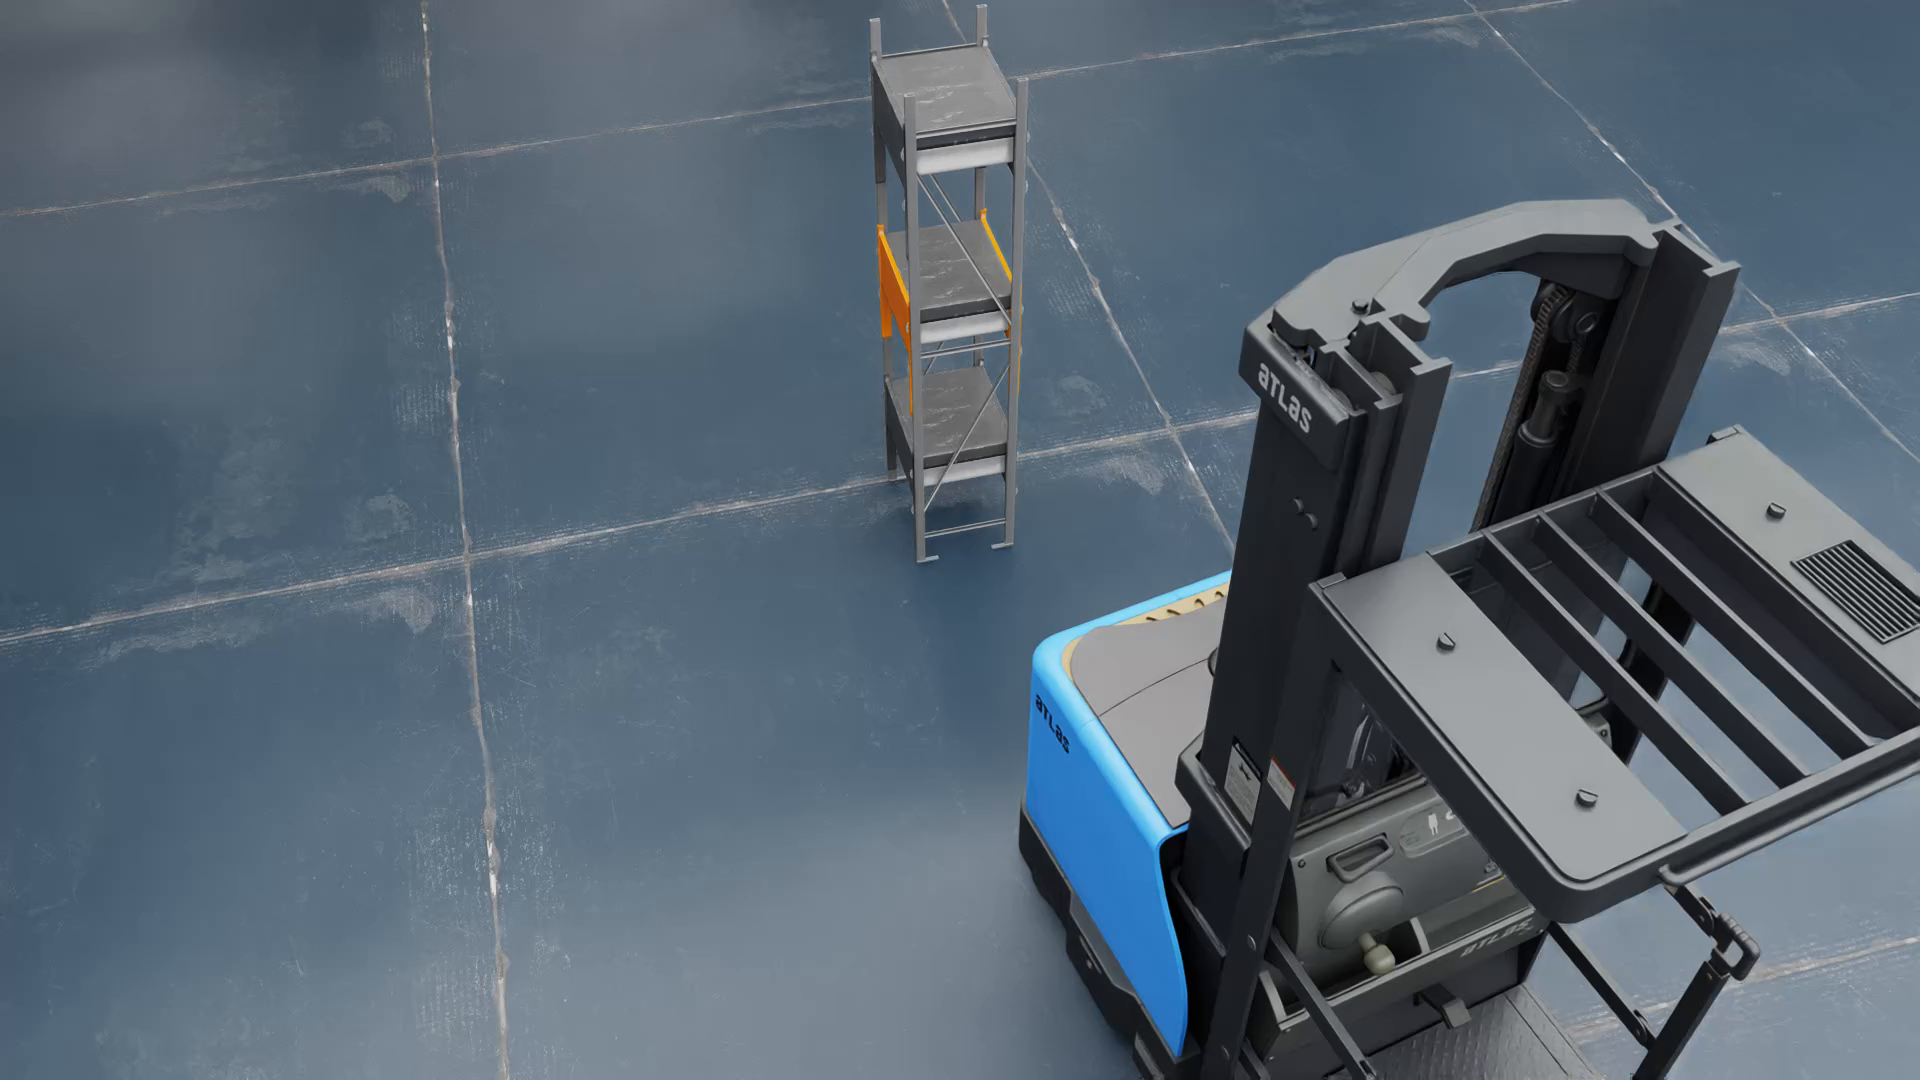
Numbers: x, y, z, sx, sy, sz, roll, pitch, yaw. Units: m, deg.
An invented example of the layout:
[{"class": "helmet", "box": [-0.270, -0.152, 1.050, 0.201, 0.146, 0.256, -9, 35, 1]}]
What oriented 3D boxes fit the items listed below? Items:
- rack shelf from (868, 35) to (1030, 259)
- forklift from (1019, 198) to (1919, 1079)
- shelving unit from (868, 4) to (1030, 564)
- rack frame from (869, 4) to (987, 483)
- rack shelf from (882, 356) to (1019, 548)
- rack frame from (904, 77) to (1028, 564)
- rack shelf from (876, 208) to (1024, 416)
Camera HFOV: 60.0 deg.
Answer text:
[{"class": "rack shelf", "box": [-0.042, -1.330, 5.622, 0.431, 0.518, 0.480, -11, 47, -10]}, {"class": "forklift", "box": [1.286, 0.835, 3.880, 1.130, 2.935, 3.031, -19, 48, -17]}, {"class": "shelving unit", "box": [-0.042, -0.849, 6.112, 0.431, 2.100, 0.503, -11, 47, -10]}, {"class": "rack frame", "box": [-0.105, -1.018, 6.277, 0.400, 2.100, 0.015, -11, 47, -10]}, {"class": "rack shelf", "box": [-0.042, -0.350, 6.622, 0.431, 0.518, 0.480, -11, 47, -10]}, {"class": "rack frame", "box": [0.020, -0.681, 5.947, 0.400, 2.100, 0.015, -11, 47, -10]}, {"class": "rack shelf", "box": [-0.042, -0.840, 6.122, 0.431, 0.518, 0.480, -11, 47, -10]}]
